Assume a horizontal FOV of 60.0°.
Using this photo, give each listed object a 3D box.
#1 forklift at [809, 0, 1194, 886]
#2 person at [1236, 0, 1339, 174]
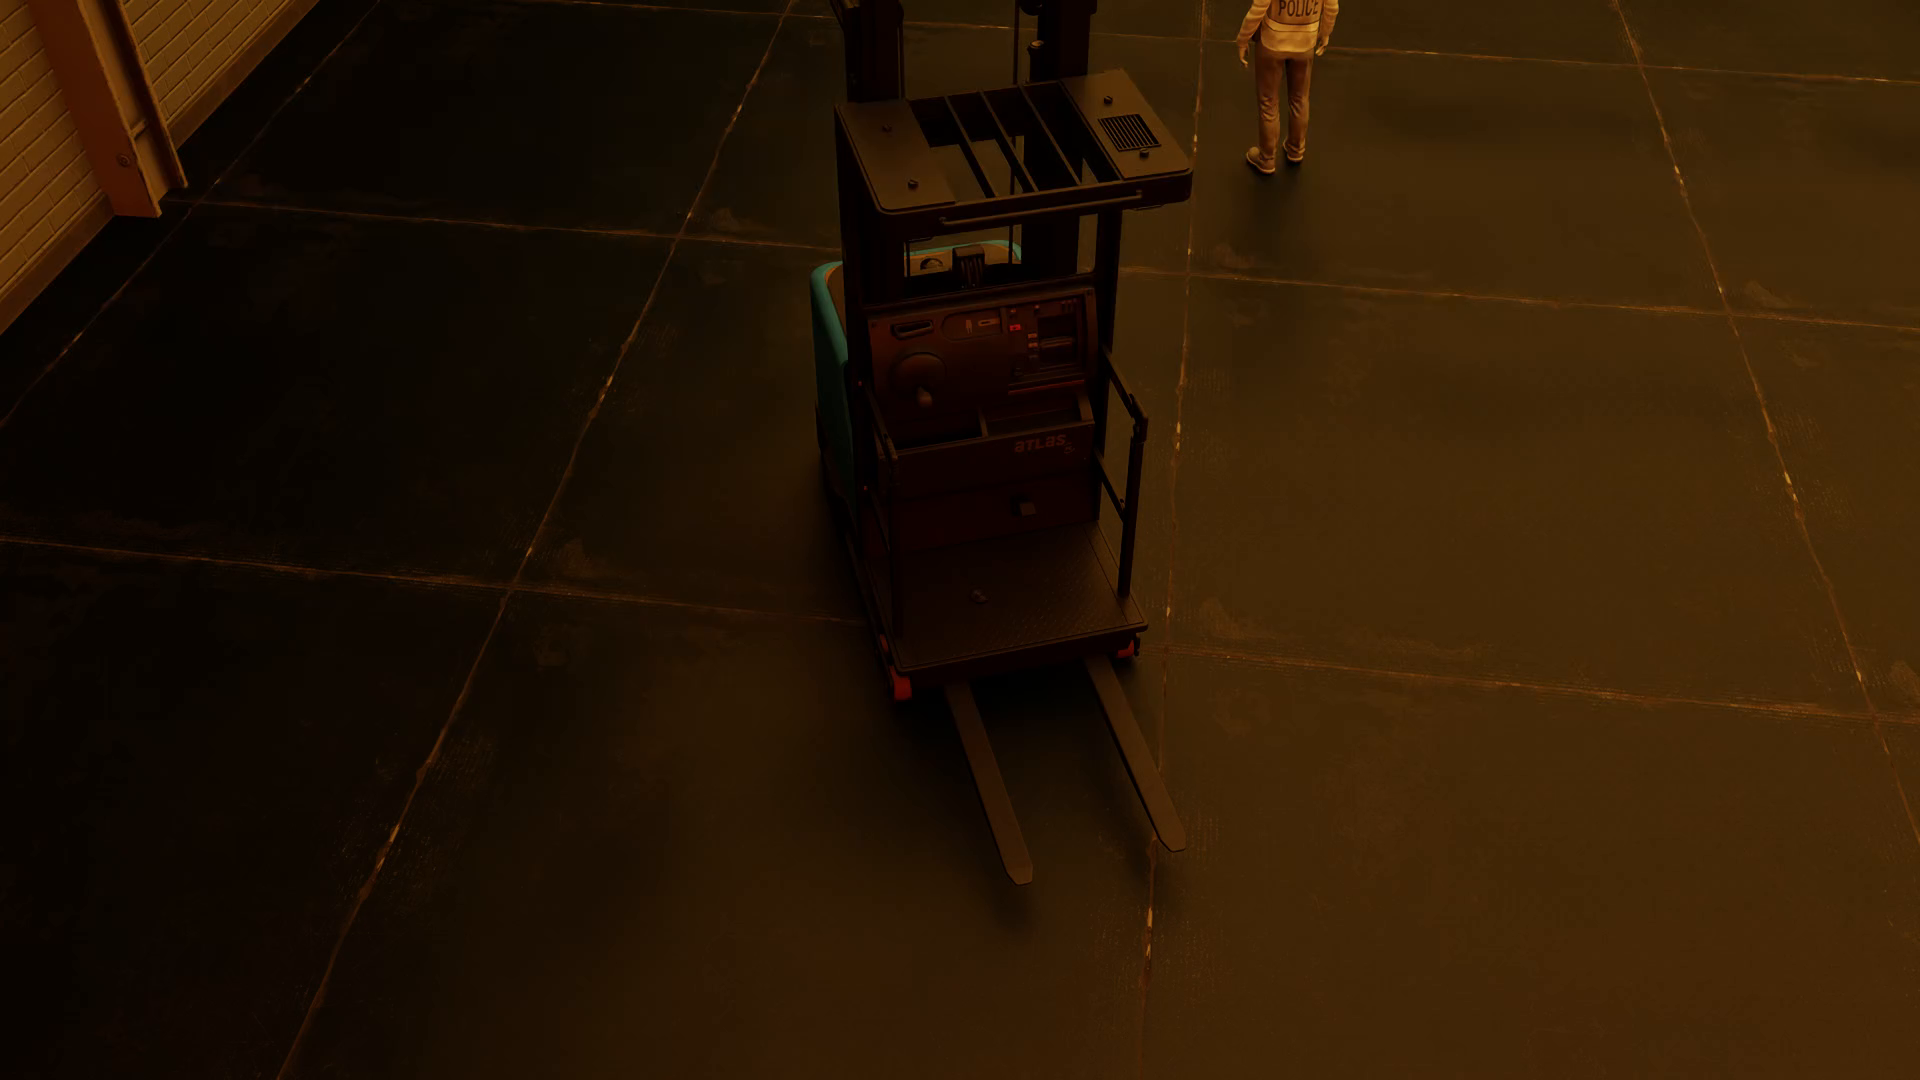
[{"bbox_3d":[0.153,-0.681,6.465,1.130,2.935,3.031,-10,44,-11],"label":"forklift"},{"bbox_3d":[1.913,-2.977,9.869,0.588,1.694,0.530,-5,43,-6],"label":"person"}]
